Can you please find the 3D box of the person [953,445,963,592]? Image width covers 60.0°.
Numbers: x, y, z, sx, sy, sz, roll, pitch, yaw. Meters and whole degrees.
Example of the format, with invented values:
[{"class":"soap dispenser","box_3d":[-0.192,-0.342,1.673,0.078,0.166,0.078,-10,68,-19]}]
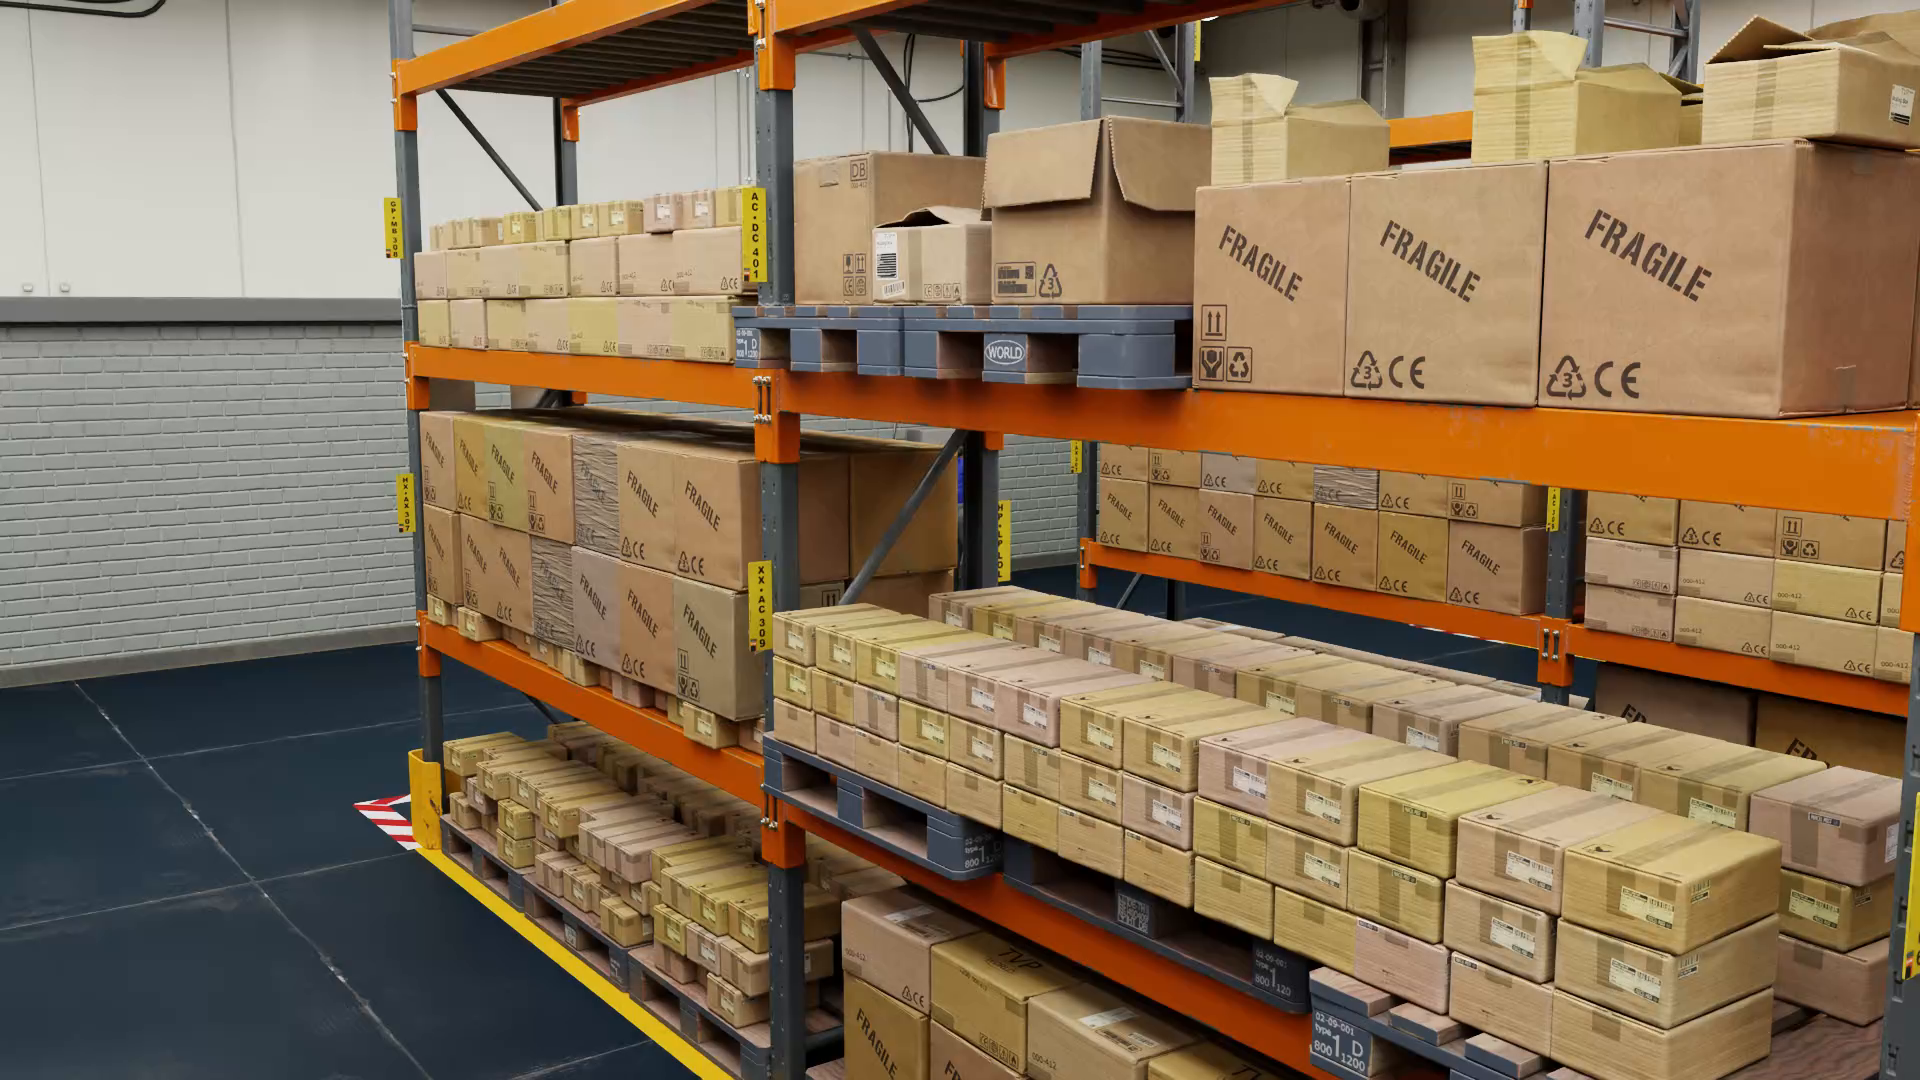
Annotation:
[{"class":"person","box_3d":[0.019,-0.231,17.498,0.348,1.653,0.523,-6,10,-39]}]
